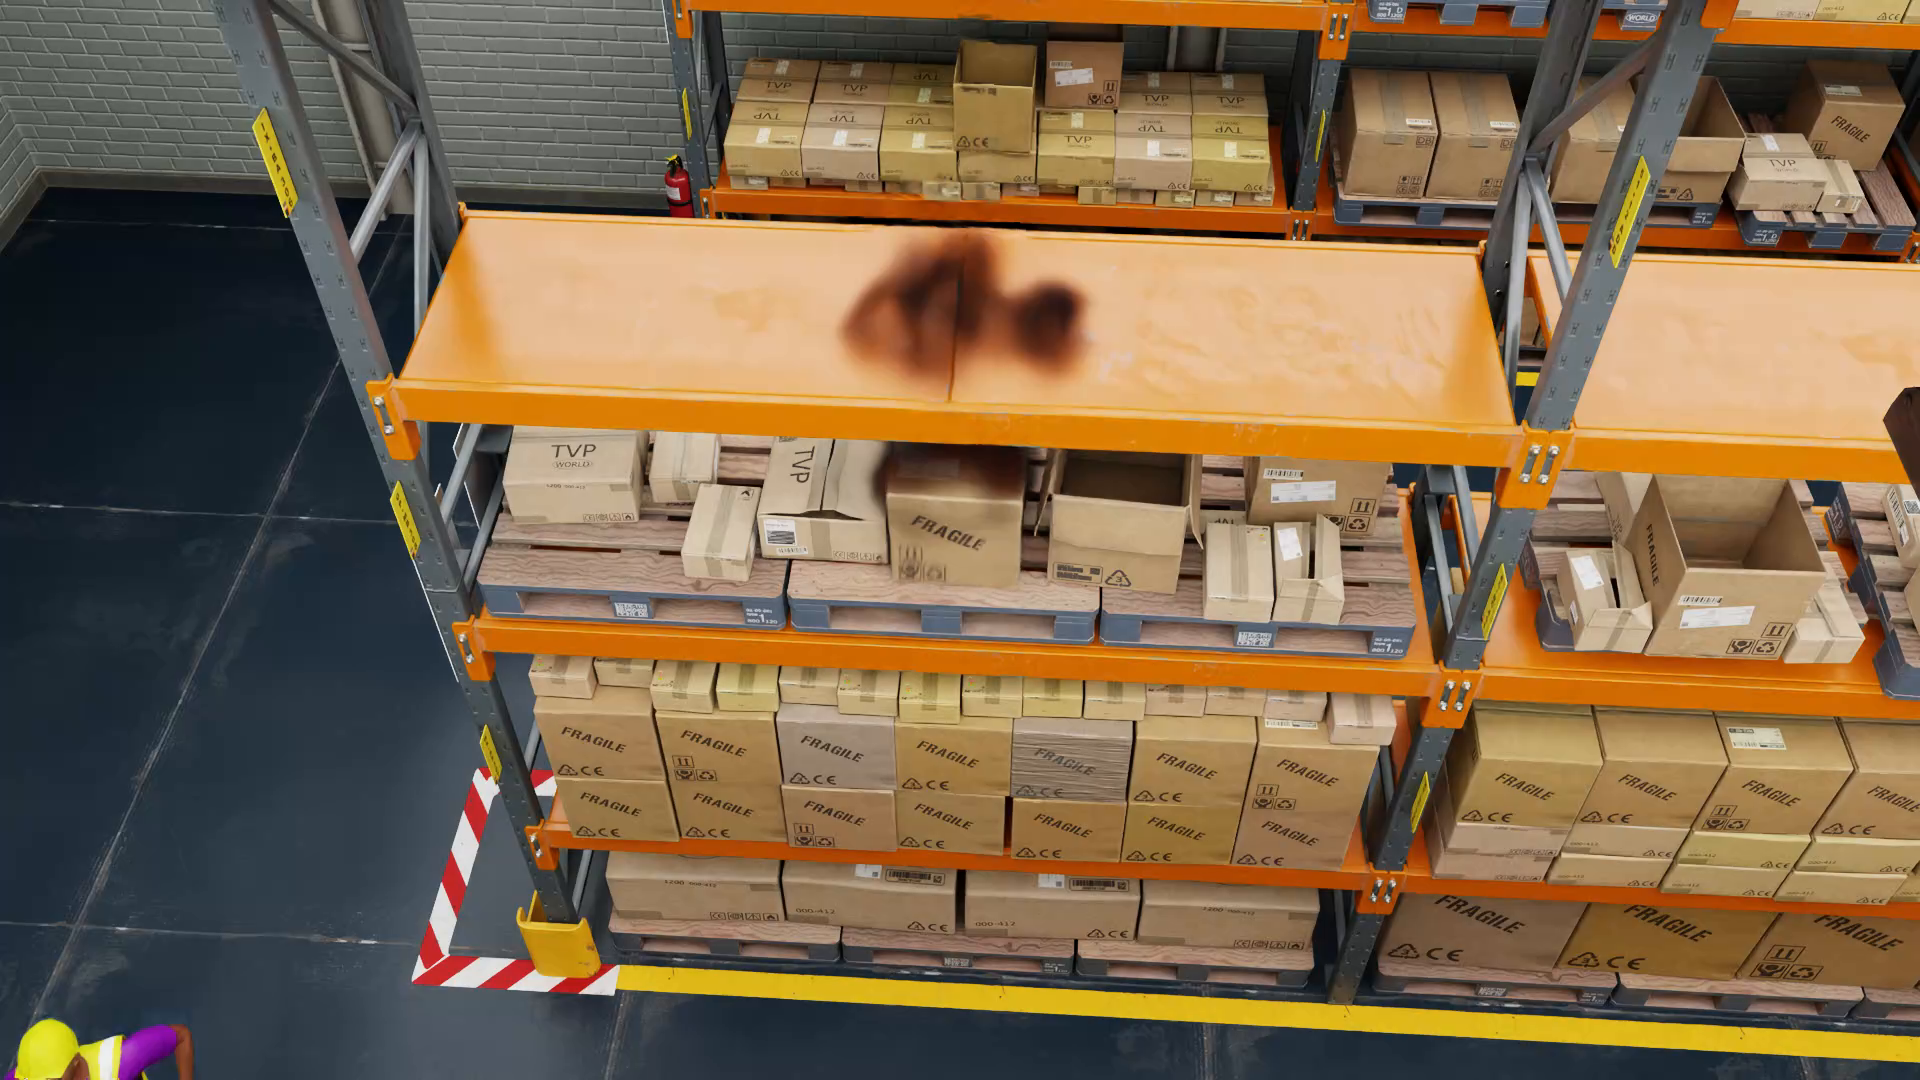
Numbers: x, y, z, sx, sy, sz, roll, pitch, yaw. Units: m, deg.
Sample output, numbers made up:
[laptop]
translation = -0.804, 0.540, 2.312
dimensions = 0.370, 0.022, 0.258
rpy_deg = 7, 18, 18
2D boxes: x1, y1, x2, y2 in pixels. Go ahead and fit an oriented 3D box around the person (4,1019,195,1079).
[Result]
[person]
translation = -3.515, 2.492, 6.972
dimensions = 0.690, 1.748, 0.939
rpy_deg = -4, 48, -4
